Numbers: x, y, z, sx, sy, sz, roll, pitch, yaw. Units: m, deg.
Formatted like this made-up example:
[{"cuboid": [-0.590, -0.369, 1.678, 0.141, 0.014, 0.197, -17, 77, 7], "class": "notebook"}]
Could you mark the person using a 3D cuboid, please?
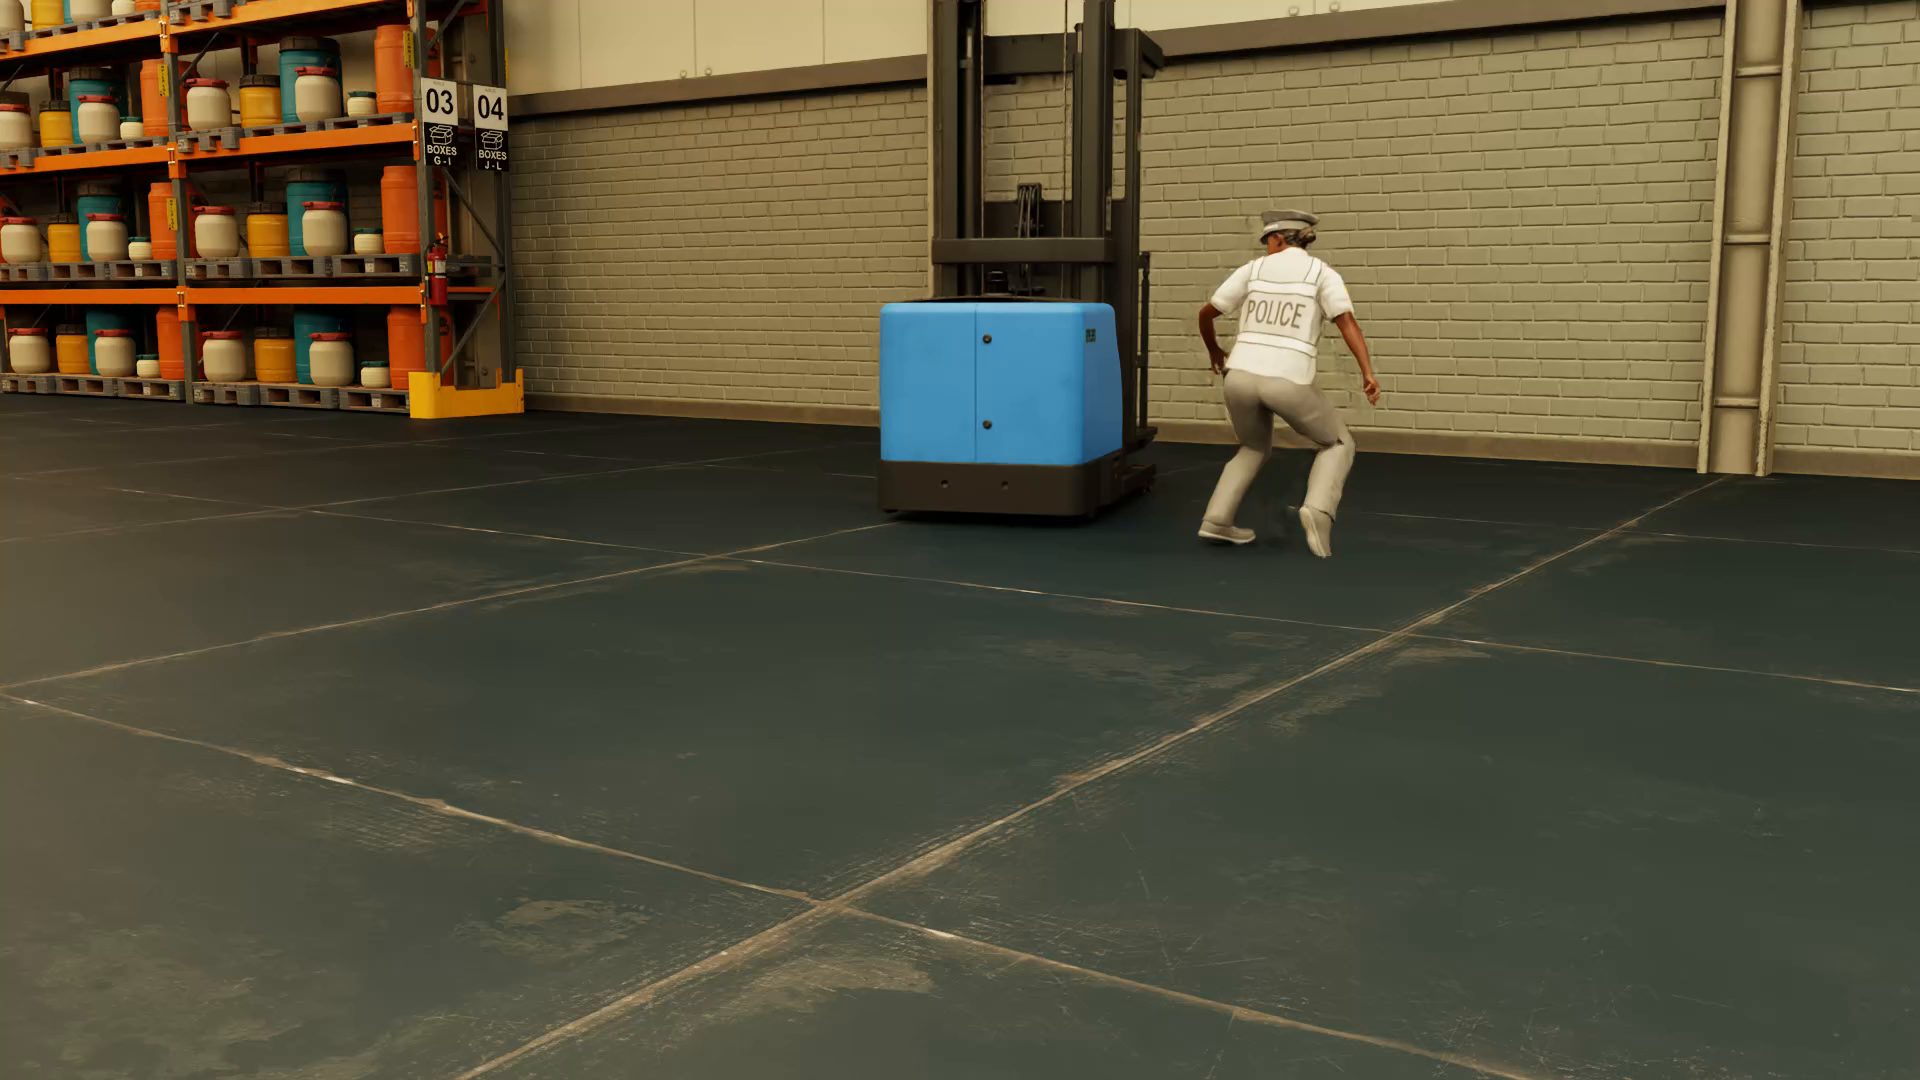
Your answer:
[{"cuboid": [1.445, -0.668, 7.259, 0.916, 1.542, 0.505, 5, 10, 34], "class": "person"}]

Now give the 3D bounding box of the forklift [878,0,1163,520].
[{"cuboid": [0.502, -1.715, 9.256, 1.130, 2.935, 3.031, 2, 8, 16], "class": "forklift"}]
